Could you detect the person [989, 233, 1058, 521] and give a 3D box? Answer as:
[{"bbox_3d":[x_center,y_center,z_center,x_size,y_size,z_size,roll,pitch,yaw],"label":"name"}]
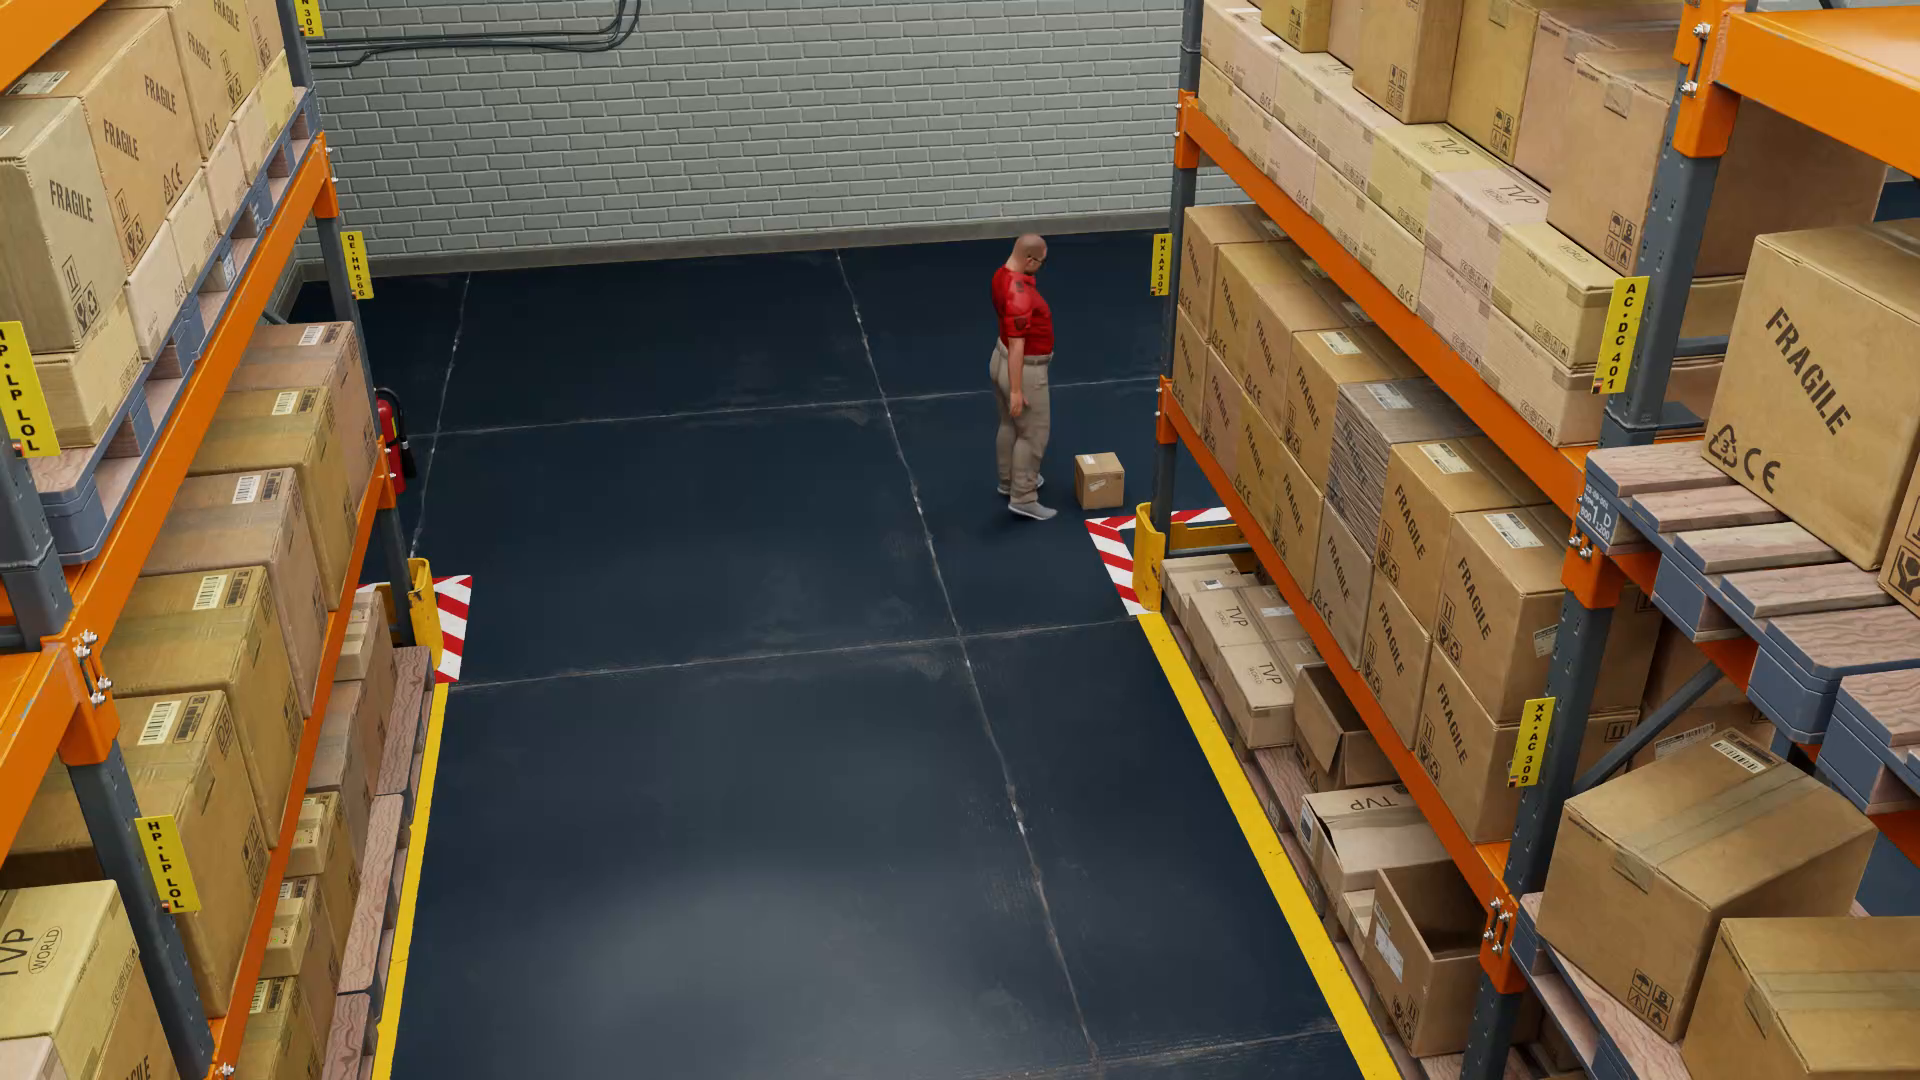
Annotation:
[{"bbox_3d":[0.377,-0.968,9.811,0.395,1.773,0.662,-8,31,-14],"label":"person"}]
